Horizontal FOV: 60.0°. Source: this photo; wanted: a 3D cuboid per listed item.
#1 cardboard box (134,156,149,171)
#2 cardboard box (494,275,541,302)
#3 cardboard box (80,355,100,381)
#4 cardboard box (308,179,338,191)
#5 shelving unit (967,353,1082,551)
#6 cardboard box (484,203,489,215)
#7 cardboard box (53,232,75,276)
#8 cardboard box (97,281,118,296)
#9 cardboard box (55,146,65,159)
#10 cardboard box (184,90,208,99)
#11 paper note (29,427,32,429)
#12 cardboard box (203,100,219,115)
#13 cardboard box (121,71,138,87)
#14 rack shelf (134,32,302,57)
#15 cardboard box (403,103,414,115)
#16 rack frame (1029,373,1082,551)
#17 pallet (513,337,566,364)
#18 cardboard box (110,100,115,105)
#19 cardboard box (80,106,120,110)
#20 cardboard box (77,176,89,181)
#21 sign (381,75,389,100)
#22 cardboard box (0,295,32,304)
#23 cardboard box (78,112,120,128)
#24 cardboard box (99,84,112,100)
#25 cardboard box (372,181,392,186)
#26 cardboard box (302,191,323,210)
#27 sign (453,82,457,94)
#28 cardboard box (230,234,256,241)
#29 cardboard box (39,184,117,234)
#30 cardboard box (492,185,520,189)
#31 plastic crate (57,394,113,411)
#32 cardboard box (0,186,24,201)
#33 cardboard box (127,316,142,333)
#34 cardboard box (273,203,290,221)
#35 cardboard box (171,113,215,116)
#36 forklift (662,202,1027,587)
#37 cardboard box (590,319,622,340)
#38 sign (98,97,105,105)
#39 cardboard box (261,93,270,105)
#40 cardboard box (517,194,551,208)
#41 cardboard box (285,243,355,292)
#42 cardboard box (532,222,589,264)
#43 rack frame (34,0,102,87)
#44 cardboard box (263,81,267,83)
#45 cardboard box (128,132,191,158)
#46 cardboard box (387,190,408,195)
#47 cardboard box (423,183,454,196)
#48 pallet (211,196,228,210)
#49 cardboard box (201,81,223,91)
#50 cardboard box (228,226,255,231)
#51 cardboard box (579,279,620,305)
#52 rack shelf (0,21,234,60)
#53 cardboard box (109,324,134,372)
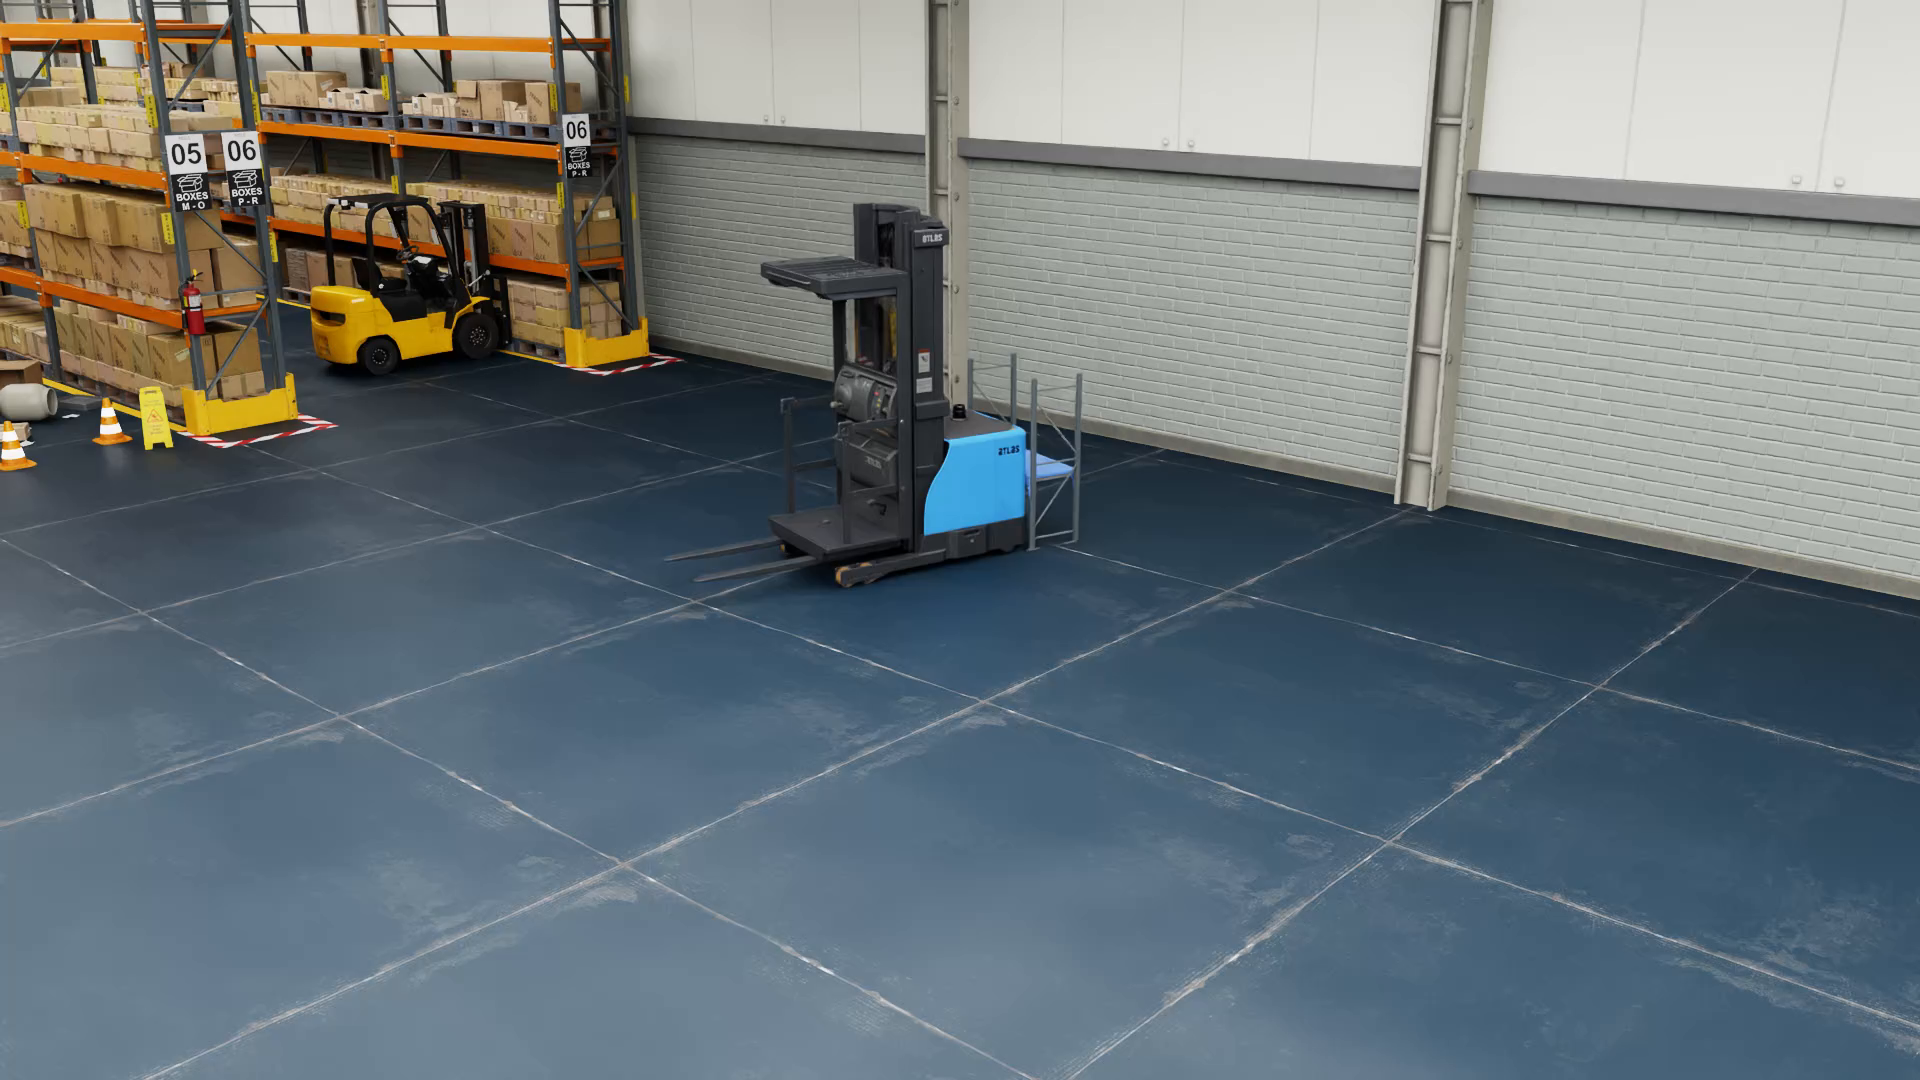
[{"bbox_3d":[-8.660,-4.075,17.950,0.250,0.149,0.380,15,23,40],"label":"cardboard box"},{"bbox_3d":[-6.029,-3.426,22.648,0.500,0.250,0.500,15,23,40],"label":"cardboard box"},{"bbox_3d":[-10.323,-2.123,20.193,0.500,0.250,0.500,17,24,42],"label":"cardboard box"},{"bbox_3d":[-9.827,-5.478,25.677,0.250,0.149,0.380,15,23,40],"label":"cardboard box"},{"bbox_3d":[0.552,-0.796,14.641,0.538,1.500,1.048,-10,20,-30],"label":"shelving unit"},{"bbox_3d":[-6.256,-4.524,22.669,0.250,0.149,0.380,15,23,39],"label":"cardboard box"},{"bbox_3d":[-10.456,-3.460,19.898,0.500,0.500,0.500,15,23,39],"label":"cardboard box"},{"bbox_3d":[-9.811,-2.959,19.391,0.250,0.149,0.380,15,23,39],"label":"cardboard box"},{"bbox_3d":[-10.343,-4.560,19.478,0.250,0.149,0.380,16,24,41],"label":"cardboard box"},{"bbox_3d":[-12.557,-7.352,27.417,0.250,0.149,0.380,16,23,40],"label":"cardboard box"},{"bbox_3d":[-10.386,-1.251,18.536,0.123,0.001,0.032,15,23,39],"label":"paper note"},{"bbox_3d":[-11.987,-7.052,27.162,0.500,0.250,0.500,15,23,39],"label":"cardboard box"},{"bbox_3d":[-14.220,-8.033,28.935,0.500,0.250,0.500,15,23,39],"label":"cardboard box"},{"bbox_3d":[-12.187,-8.172,27.335,4.000,0.370,1.077,15,23,39],"label":"rack shelf"},{"bbox_3d":[-7.565,-6.040,23.282,0.250,0.149,0.380,16,23,40],"label":"cardboard box"},{"bbox_3d":[0.816,-0.665,14.227,0.500,1.500,0.032,-10,20,-30],"label":"rack frame"},{"bbox_3d":[-5.307,-2.653,22.622,1.213,0.211,1.003,15,23,39],"label":"pallet"},{"bbox_3d":[-14.885,-7.779,29.622,0.250,0.149,0.380,16,24,41],"label":"cardboard box"},{"bbox_3d":[-10.229,-5.086,19.817,0.250,0.149,0.380,16,23,41],"label":"cardboard box"},{"bbox_3d":[-16.137,-6.868,31.049,0.500,0.250,0.500,15,23,40],"label":"cardboard box"},{"bbox_3d":[-8.052,-6.343,23.305,0.005,0.325,0.100,15,23,39],"label":"sign"},{"bbox_3d":[-13.567,-3.153,23.236,0.625,0.372,0.950,13,22,36],"label":"cardboard box"},{"bbox_3d":[-9.618,-4.706,18.619,0.250,0.149,0.380,16,23,41],"label":"cardboard box"},{"bbox_3d":[-14.981,-7.995,29.643,0.500,0.250,0.500,16,23,40],"label":"cardboard box"},{"bbox_3d":[-8.738,-5.385,25.384,0.250,0.149,0.380,15,23,39],"label":"cardboard box"},{"bbox_3d":[-9.768,-5.257,25.638,0.500,0.250,0.500,14,23,38],"label":"cardboard box"},{"bbox_3d":[-7.332,-6.481,24.130,0.005,0.325,0.100,15,23,39],"label":"sign"},{"bbox_3d":[-11.975,-5.028,27.862,0.250,0.149,0.380,15,23,38],"label":"cardboard box"},{"bbox_3d":[-10.439,-3.939,19.753,0.500,0.500,0.700,15,23,40],"label":"cardboard box"},{"bbox_3d":[-6.324,-4.880,23.299,0.250,0.149,0.380,15,23,39],"label":"cardboard box"},{"bbox_3d":[-10.361,-1.625,19.600,0.583,0.080,0.402,7,19,21],"label":"plastic crate"},{"bbox_3d":[-12.011,-4.393,21.072,0.250,0.149,0.380,14,22,38],"label":"cardboard box"},{"bbox_3d":[-9.277,-2.482,19.013,0.250,0.149,0.380,16,23,40],"label":"cardboard box"},{"bbox_3d":[-10.522,-5.228,26.376,0.500,0.250,0.500,15,23,39],"label":"cardboard box"},{"bbox_3d":[-8.475,-4.633,18.390,0.250,0.149,0.380,15,23,39],"label":"cardboard box"},{"bbox_3d":[-0.947,-1.196,13.536,3.031,2.935,1.130,-11,21,-31],"label":"forklift"},{"bbox_3d":[-4.945,-2.870,22.549,0.500,0.250,0.500,15,23,39],"label":"cardboard box"},{"bbox_3d":[-10.637,-5.318,20.596,0.005,0.325,0.100,15,23,39],"label":"sign"},{"bbox_3d":[-10.632,-6.872,25.874,0.250,0.166,0.380,15,23,39],"label":"cardboard box"},{"bbox_3d":[-5.671,-4.517,22.155,0.250,0.149,0.380,15,23,40],"label":"cardboard box"},{"bbox_3d":[-10.234,-4.384,26.699,0.625,0.625,0.875,16,24,41],"label":"cardboard box"},{"bbox_3d":[-5.250,-3.925,21.856,0.500,0.500,0.500,14,23,38],"label":"cardboard box"},{"bbox_3d":[-16.675,-9.910,30.962,0.127,3.000,1.000,15,23,39],"label":"rack frame"},{"bbox_3d":[-11.138,-7.378,27.038,0.250,0.149,0.380,15,23,39],"label":"cardboard box"},{"bbox_3d":[-8.561,-4.256,17.861,0.500,0.250,0.500,15,23,39],"label":"cardboard box"},{"bbox_3d":[-8.102,-5.016,24.222,0.250,0.149,0.380,16,24,41],"label":"cardboard box"},{"bbox_3d":[-7.391,-4.981,23.617,0.250,0.149,0.380,15,23,40],"label":"cardboard box"},{"bbox_3d":[-12.149,-5.742,28.064,1.213,0.211,1.003,15,23,39],"label":"pallet"},{"bbox_3d":[-12.115,-7.397,27.099,0.250,0.149,0.380,15,23,39],"label":"cardboard box"},{"bbox_3d":[-12.449,-5.345,28.862,0.250,0.149,0.380,16,24,41],"label":"cardboard box"},{"bbox_3d":[-4.942,-3.344,22.387,0.500,0.250,0.500,15,23,38],"label":"cardboard box"},{"bbox_3d":[-9.495,-5.631,18.673,4.000,0.370,1.077,15,23,39],"label":"rack shelf"},{"bbox_3d":[-9.537,-2.270,19.418,0.500,0.500,0.500,14,23,38],"label":"cardboard box"}]
